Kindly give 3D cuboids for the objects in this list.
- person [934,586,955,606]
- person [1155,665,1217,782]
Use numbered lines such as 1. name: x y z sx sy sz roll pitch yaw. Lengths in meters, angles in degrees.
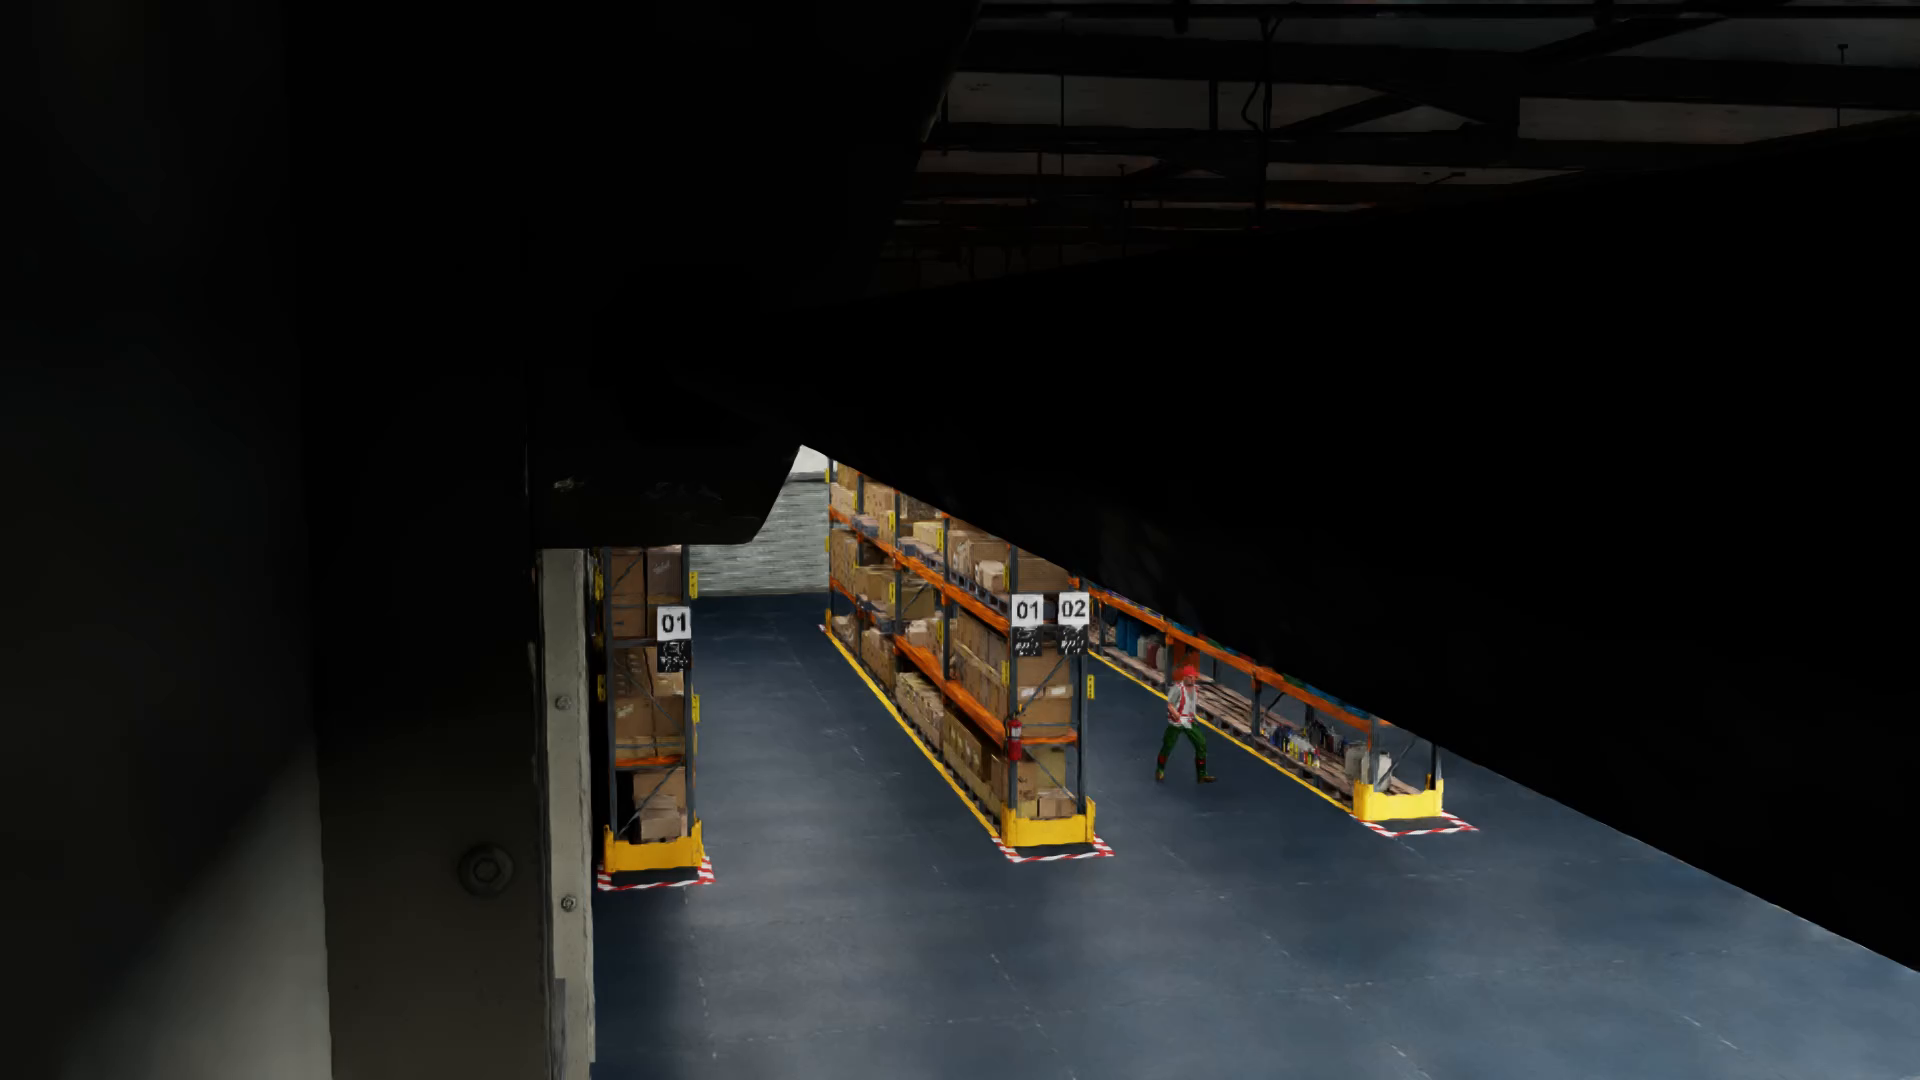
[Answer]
1. person: -0.471 0.731 39.790 0.522 1.770 0.778 5 9 38
2. person: 3.215 2.626 23.974 0.686 1.715 0.838 -4 8 -28
